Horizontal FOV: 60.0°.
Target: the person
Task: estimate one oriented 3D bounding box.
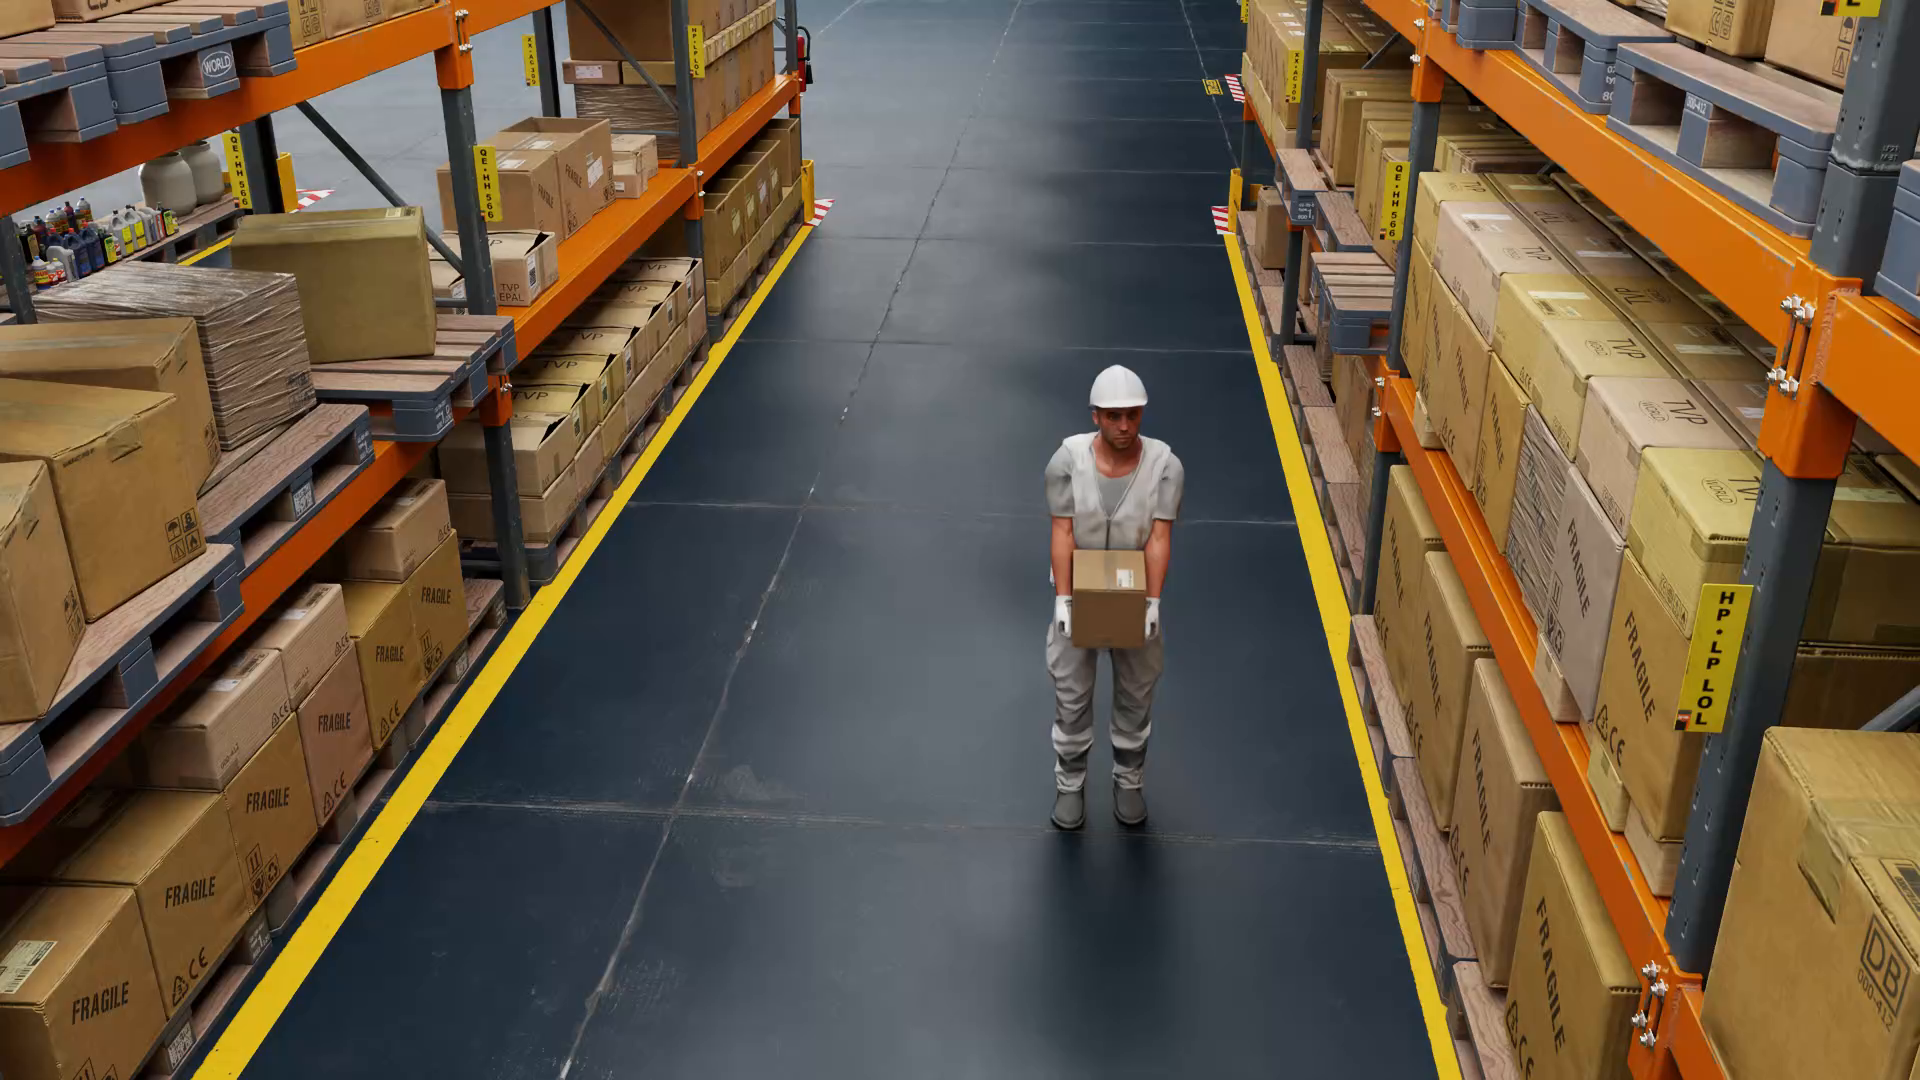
[{"bbox_3d":[0.544,0.244,6.037,0.495,1.784,0.560,1,24,3],"label":"person"}]
